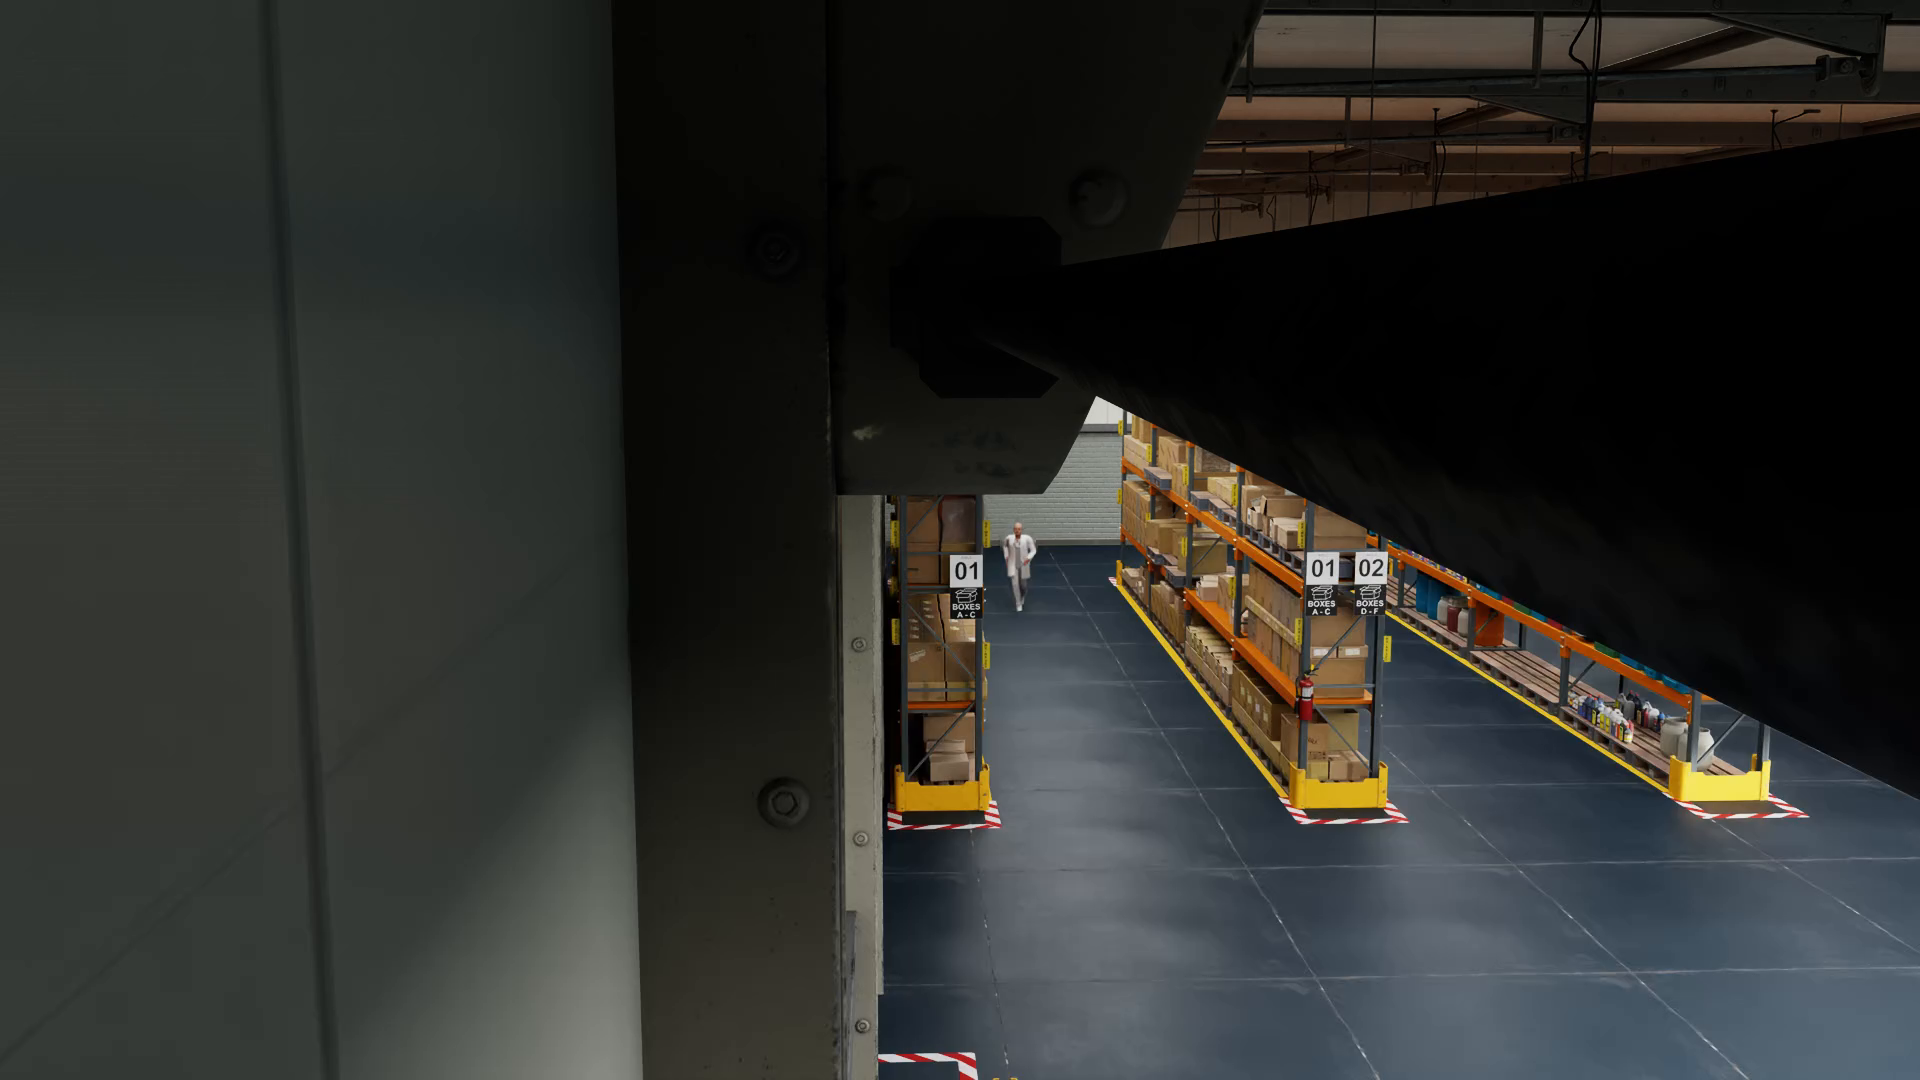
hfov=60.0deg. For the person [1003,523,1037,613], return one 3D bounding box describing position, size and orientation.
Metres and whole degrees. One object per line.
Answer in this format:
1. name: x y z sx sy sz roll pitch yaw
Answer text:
1. person: 1.200 0.529 33.516 0.681 1.761 0.898 0 8 2
